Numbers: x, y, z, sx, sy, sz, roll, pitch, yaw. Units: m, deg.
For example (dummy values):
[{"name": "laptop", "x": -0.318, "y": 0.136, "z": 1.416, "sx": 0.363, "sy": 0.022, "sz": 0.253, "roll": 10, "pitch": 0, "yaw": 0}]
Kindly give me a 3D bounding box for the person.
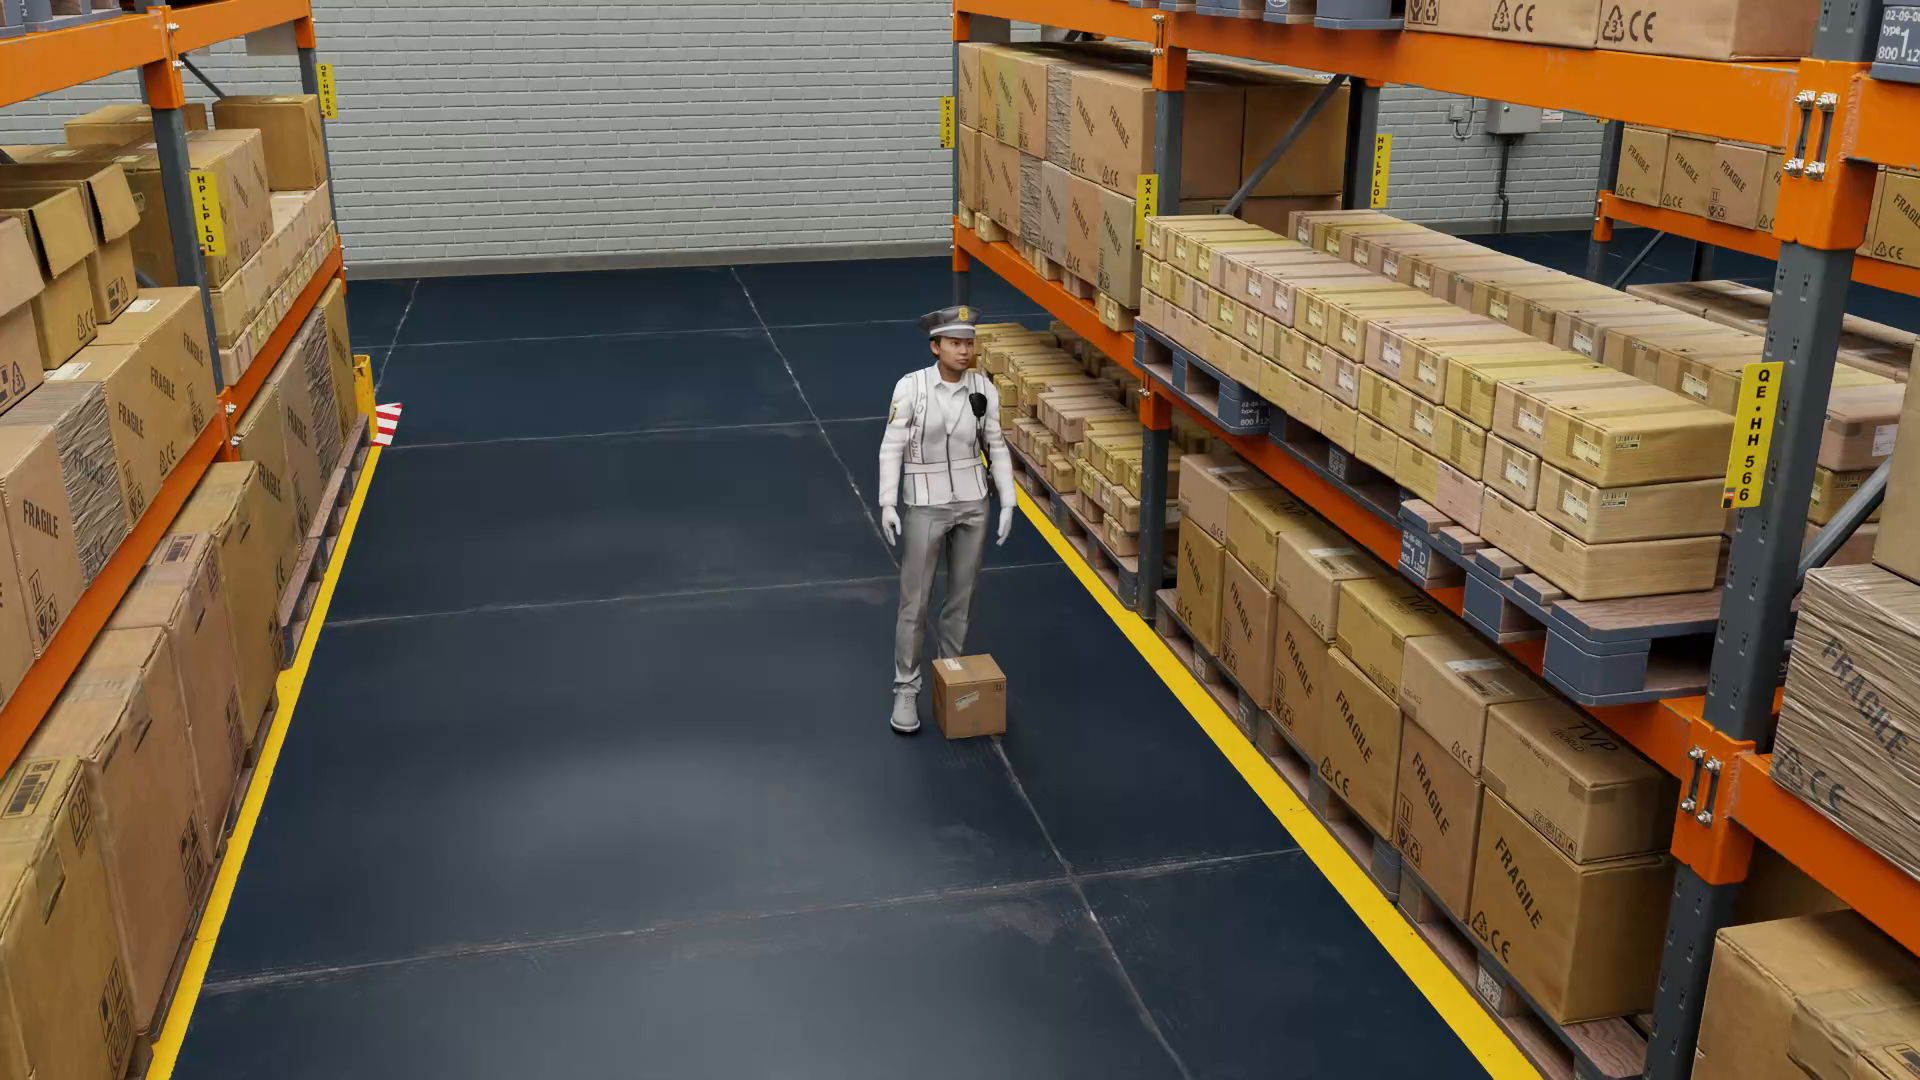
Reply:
[{"name": "person", "x": -0.040, "y": -0.108, "z": 6.795, "sx": 0.587, "sy": 1.694, "sz": 0.530, "roll": -5, "pitch": 20, "yaw": -13}]
